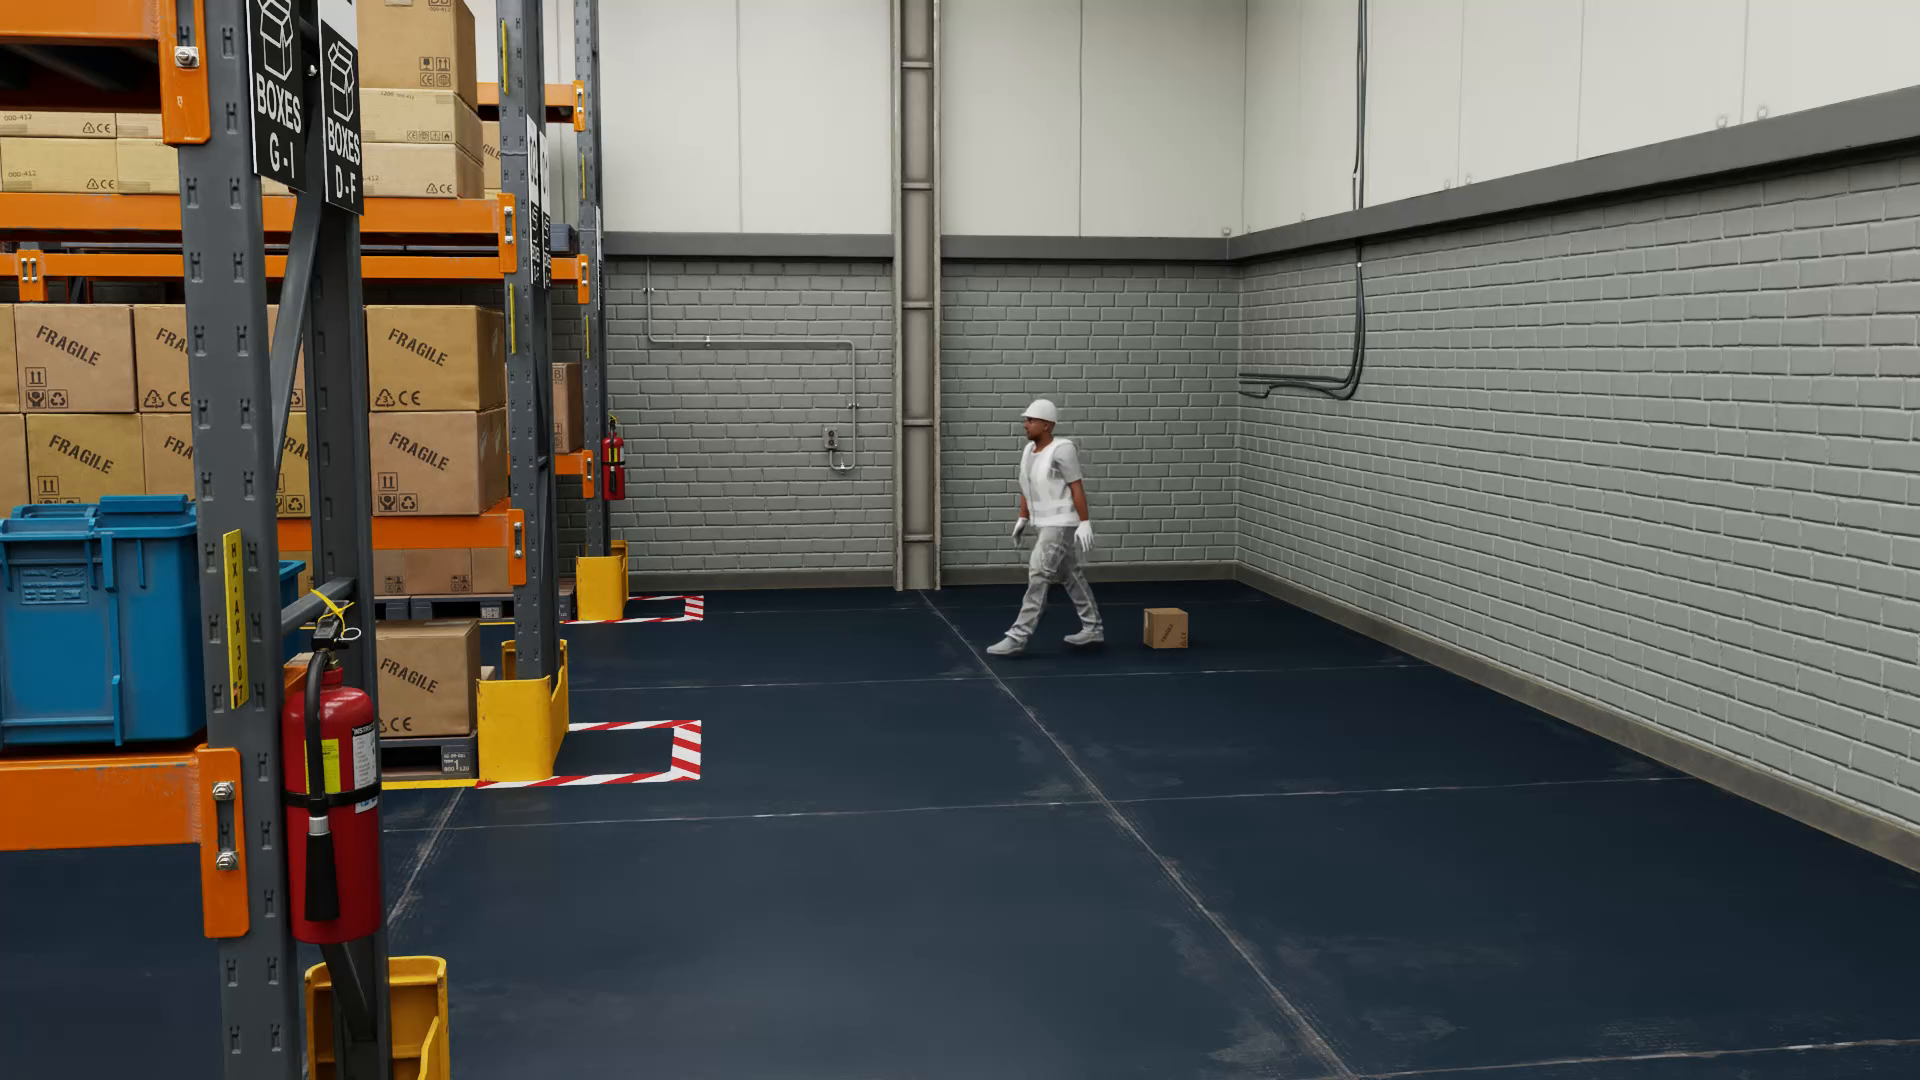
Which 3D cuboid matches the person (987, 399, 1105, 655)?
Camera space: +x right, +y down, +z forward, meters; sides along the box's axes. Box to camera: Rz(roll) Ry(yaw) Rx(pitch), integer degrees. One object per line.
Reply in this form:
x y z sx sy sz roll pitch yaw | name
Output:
0.575 -0.109 11.497 0.954 1.724 0.592 -2 7 -20 | person
